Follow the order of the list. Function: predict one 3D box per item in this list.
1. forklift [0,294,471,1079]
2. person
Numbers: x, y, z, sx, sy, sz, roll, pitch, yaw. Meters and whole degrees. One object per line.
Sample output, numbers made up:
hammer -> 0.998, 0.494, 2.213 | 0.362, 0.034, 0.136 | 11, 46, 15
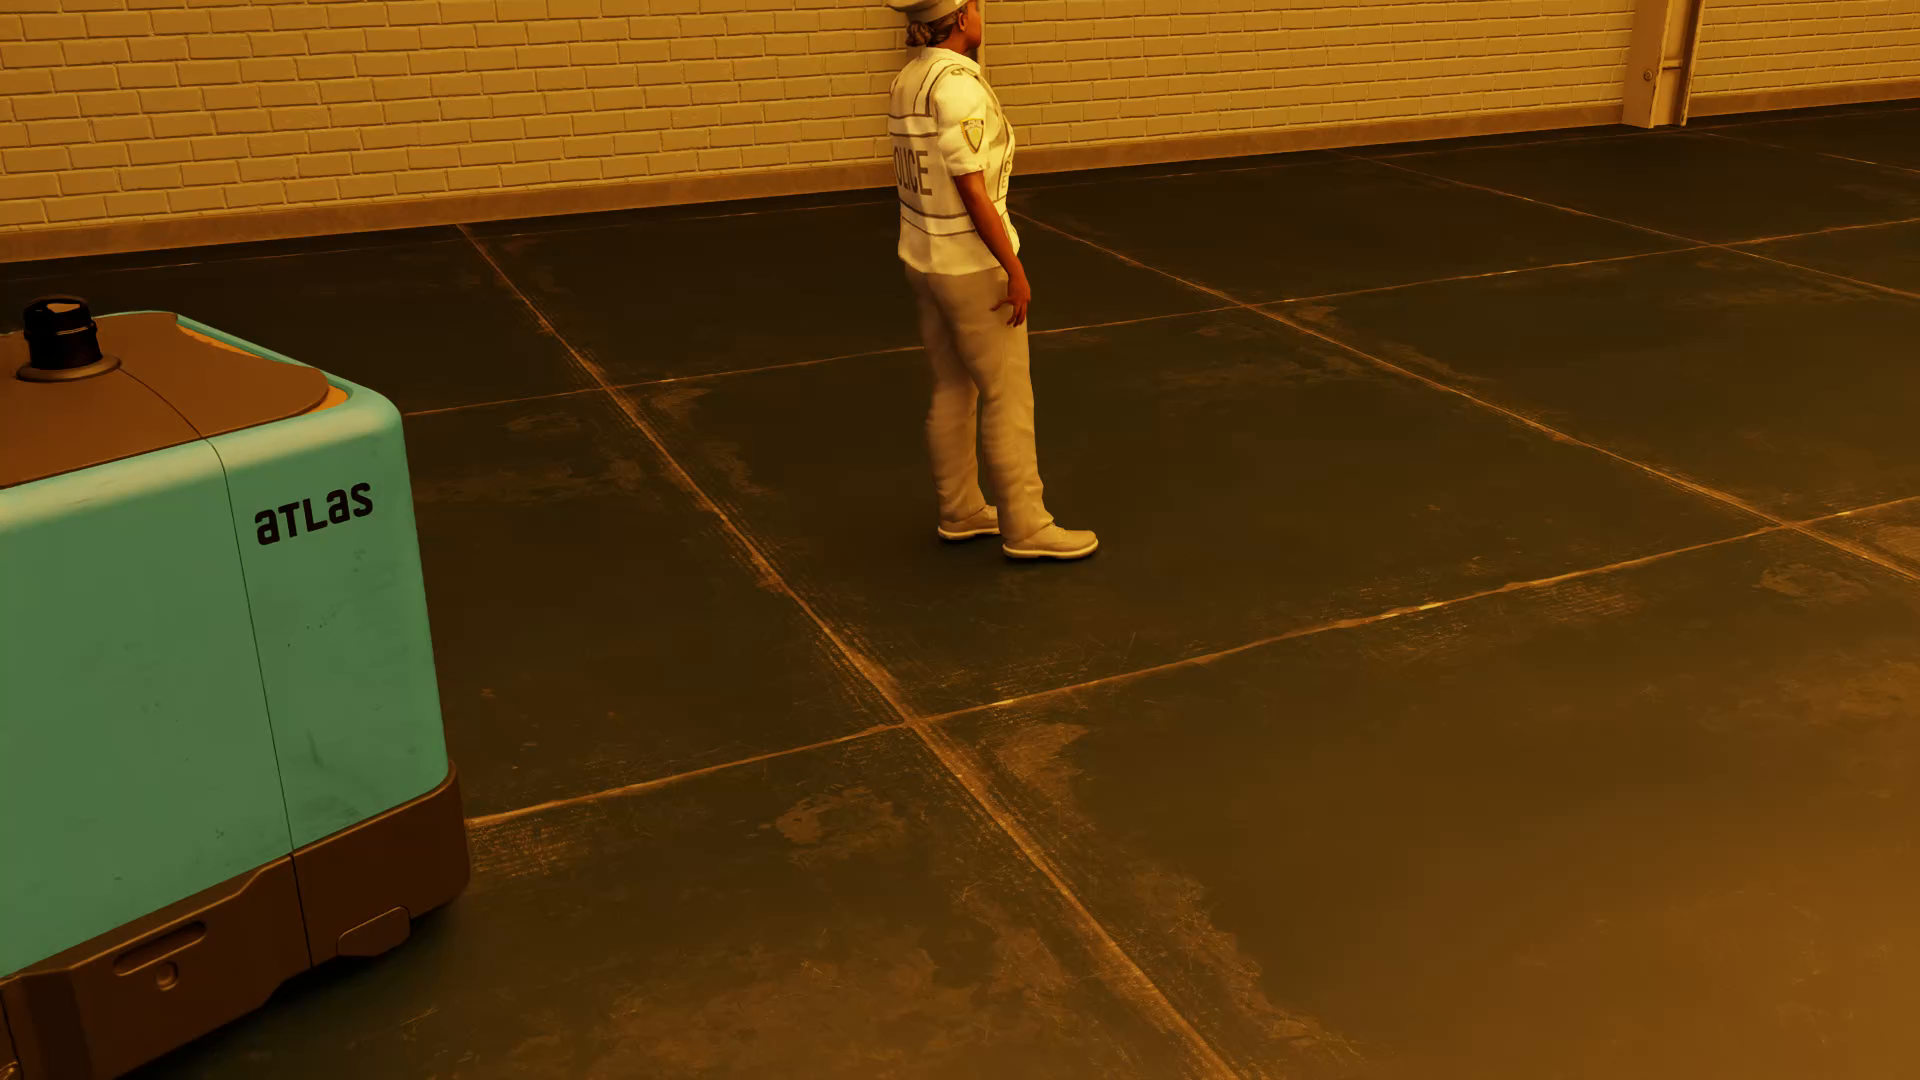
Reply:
forklift -> -2.336, -0.319, 2.054 | 1.130, 2.935, 3.031 | 19, 29, 38
person -> 0.076, -0.795, 4.792 | 0.528, 1.697, 0.570 | -10, 25, -23
